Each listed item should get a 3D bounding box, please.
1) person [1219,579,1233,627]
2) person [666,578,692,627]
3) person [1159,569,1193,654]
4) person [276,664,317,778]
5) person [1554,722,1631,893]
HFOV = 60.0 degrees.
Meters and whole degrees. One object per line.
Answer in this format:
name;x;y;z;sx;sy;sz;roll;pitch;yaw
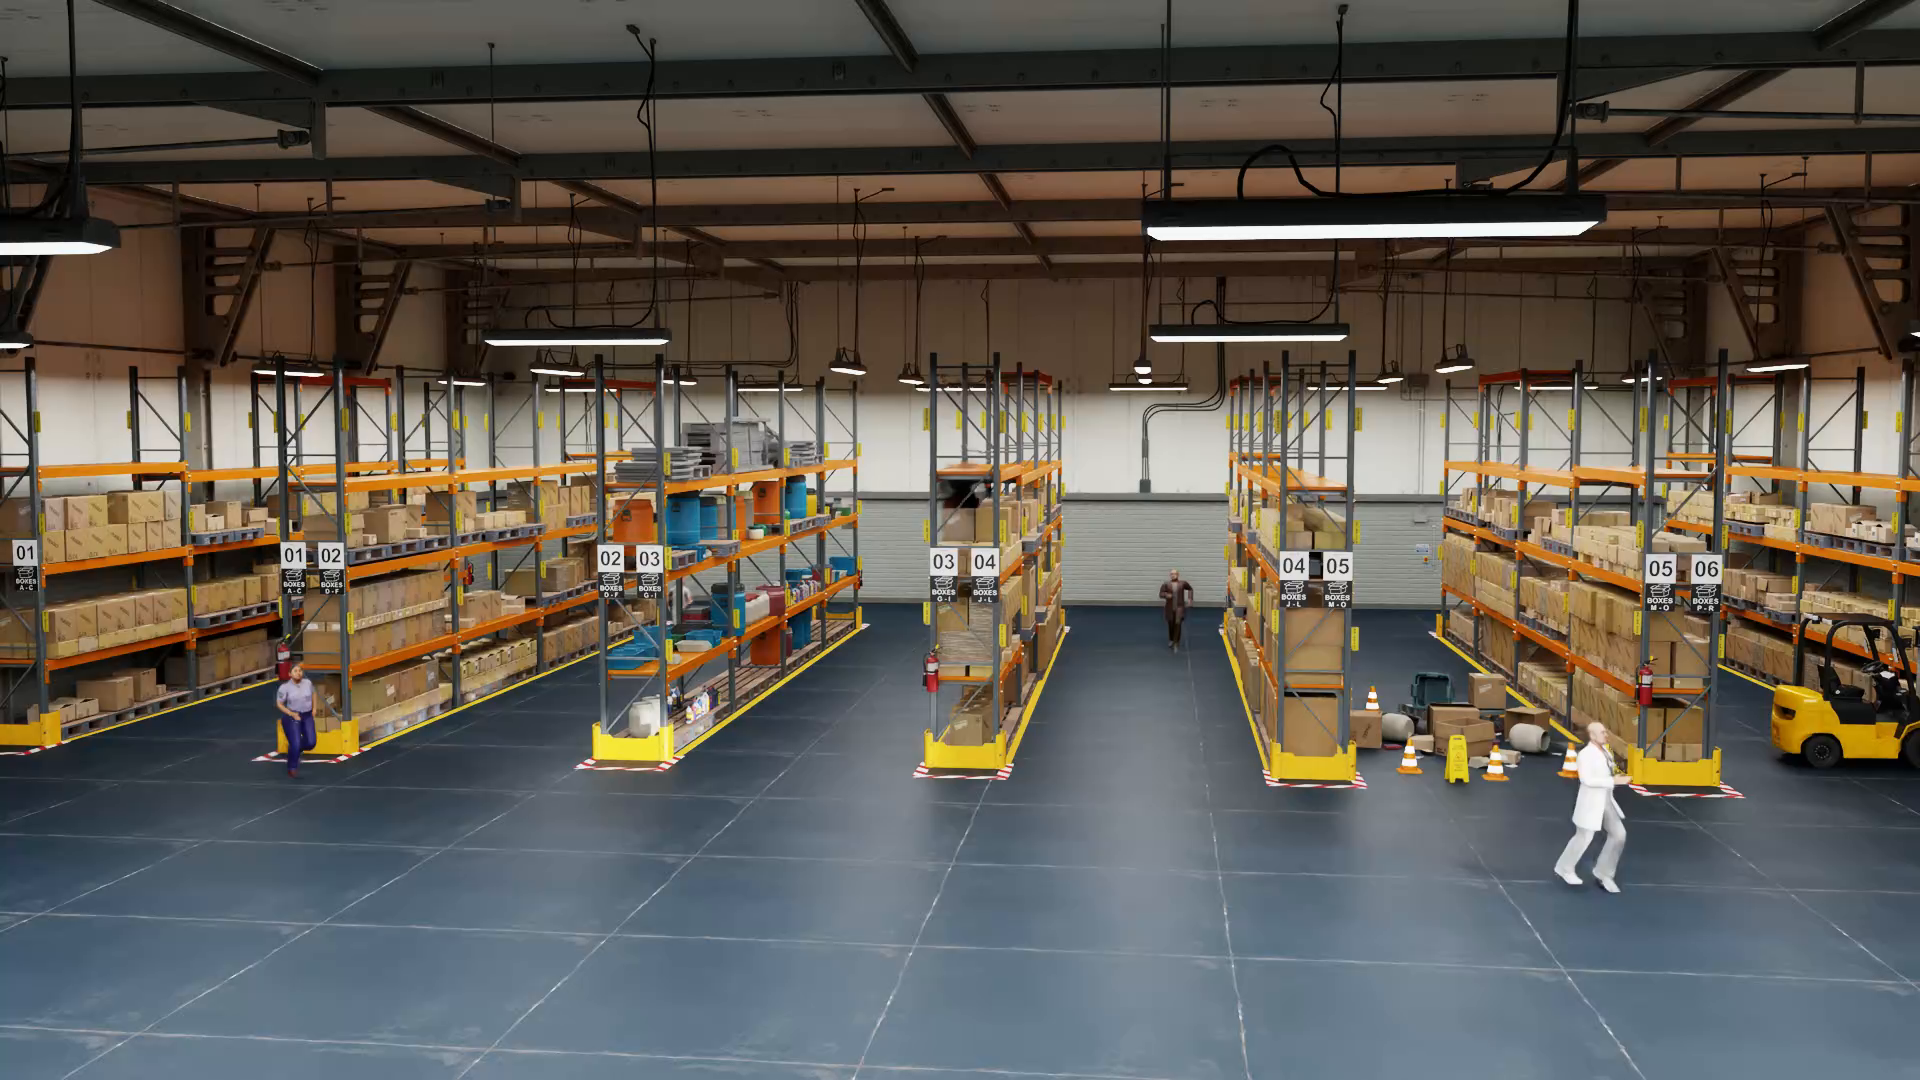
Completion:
person;6.715;1.365;40.580;0.752;1.562;0.594;0;4;7
person;-6.195;1.596;36.612;0.597;1.637;0.783;0;4;-3
person;4.716;1.537;36.417;0.730;1.787;1.052;1;4;15
person;-9.359;2.551;23.534;0.623;1.614;0.631;4;6;43
person;6.774;2.864;17.768;0.709;1.856;0.840;-3;5;-39
